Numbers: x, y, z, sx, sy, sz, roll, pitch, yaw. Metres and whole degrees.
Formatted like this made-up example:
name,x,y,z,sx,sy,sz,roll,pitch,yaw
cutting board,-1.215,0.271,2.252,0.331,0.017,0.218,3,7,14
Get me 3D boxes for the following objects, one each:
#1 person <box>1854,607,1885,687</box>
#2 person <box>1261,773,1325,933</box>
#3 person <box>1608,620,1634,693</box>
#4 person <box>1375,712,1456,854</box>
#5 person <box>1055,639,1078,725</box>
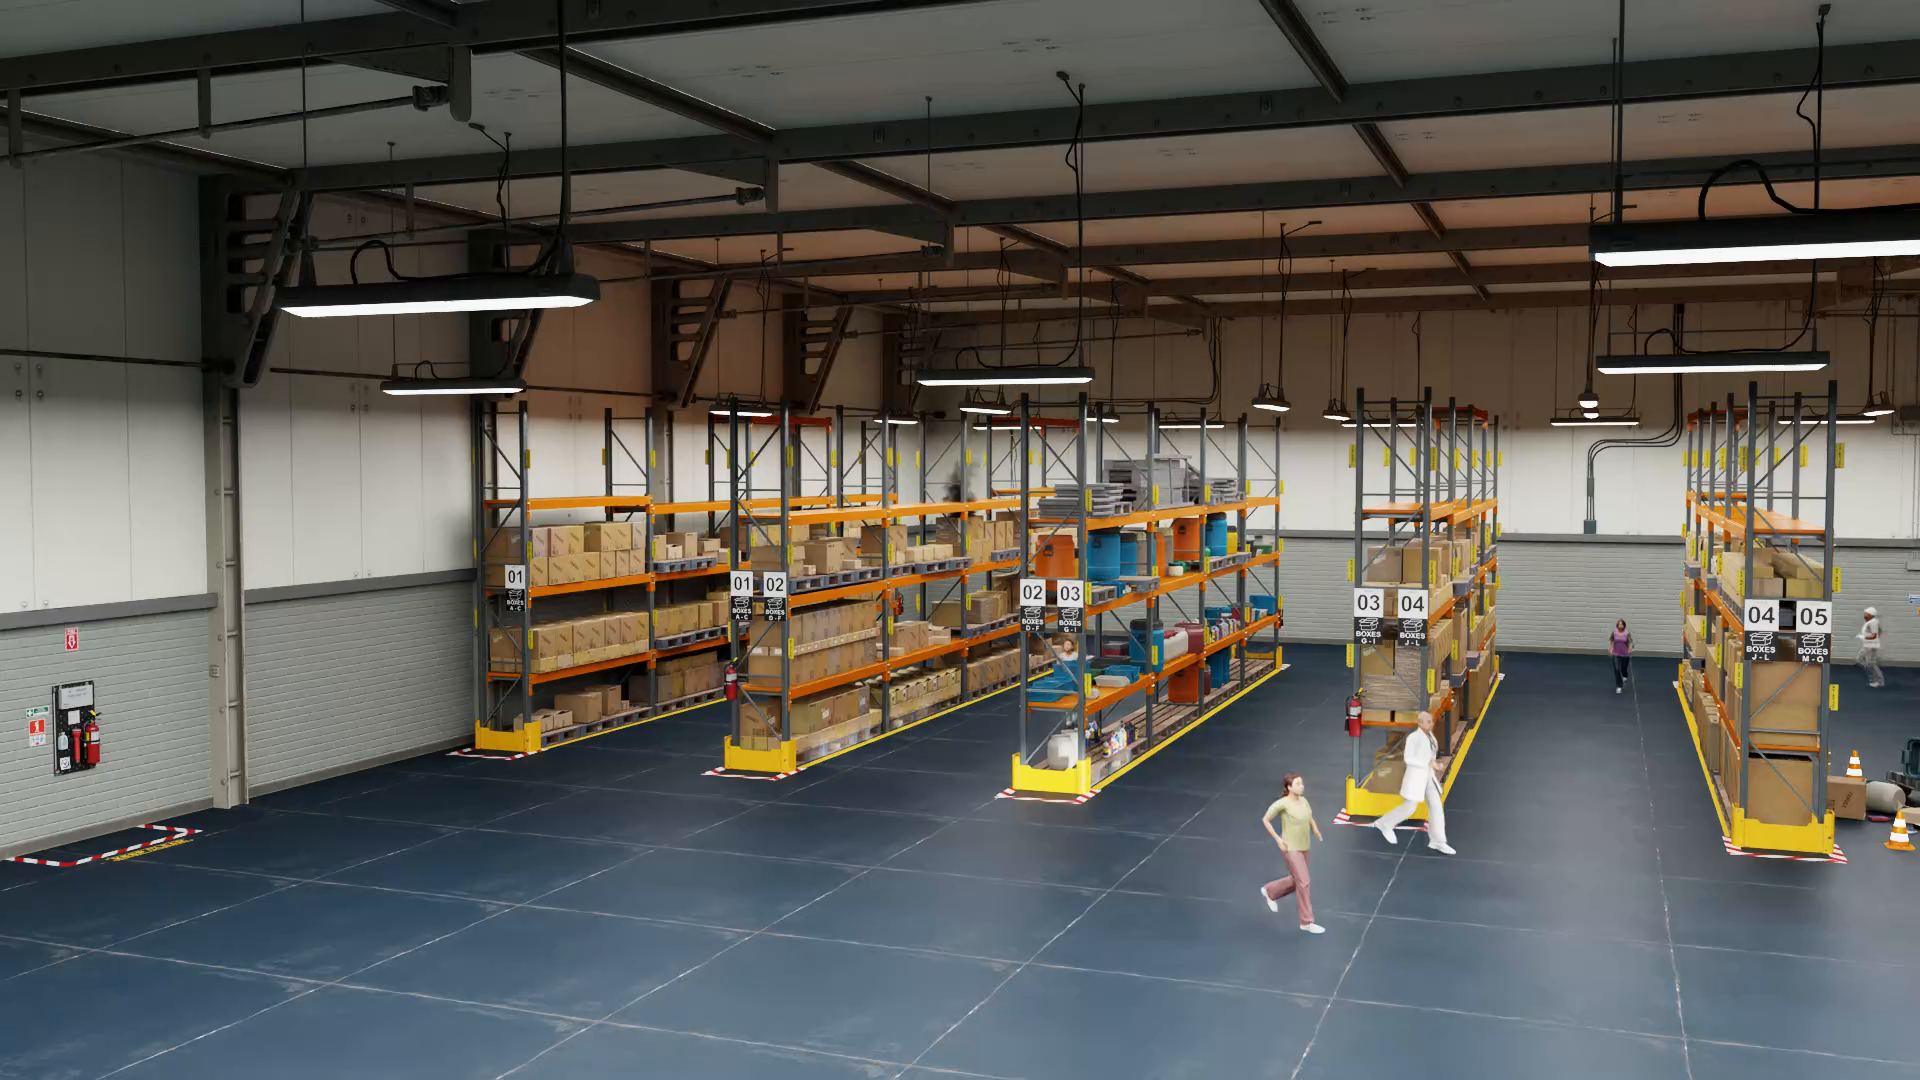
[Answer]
name,x,y,z,sx,sy,sz,roll,pitch,yaw
person,19.926,2.345,36.417,0.624,1.748,0.688,1,3,23
person,3.542,3.297,17.749,0.605,1.645,0.907,-2,4,-38
person,14.241,2.486,35.836,0.524,1.571,0.758,1,3,27
person,5.840,3.065,21.236,0.691,1.768,1.086,-2,4,-41
person,2.034,2.657,31.096,0.550,1.619,0.571,1,3,20
